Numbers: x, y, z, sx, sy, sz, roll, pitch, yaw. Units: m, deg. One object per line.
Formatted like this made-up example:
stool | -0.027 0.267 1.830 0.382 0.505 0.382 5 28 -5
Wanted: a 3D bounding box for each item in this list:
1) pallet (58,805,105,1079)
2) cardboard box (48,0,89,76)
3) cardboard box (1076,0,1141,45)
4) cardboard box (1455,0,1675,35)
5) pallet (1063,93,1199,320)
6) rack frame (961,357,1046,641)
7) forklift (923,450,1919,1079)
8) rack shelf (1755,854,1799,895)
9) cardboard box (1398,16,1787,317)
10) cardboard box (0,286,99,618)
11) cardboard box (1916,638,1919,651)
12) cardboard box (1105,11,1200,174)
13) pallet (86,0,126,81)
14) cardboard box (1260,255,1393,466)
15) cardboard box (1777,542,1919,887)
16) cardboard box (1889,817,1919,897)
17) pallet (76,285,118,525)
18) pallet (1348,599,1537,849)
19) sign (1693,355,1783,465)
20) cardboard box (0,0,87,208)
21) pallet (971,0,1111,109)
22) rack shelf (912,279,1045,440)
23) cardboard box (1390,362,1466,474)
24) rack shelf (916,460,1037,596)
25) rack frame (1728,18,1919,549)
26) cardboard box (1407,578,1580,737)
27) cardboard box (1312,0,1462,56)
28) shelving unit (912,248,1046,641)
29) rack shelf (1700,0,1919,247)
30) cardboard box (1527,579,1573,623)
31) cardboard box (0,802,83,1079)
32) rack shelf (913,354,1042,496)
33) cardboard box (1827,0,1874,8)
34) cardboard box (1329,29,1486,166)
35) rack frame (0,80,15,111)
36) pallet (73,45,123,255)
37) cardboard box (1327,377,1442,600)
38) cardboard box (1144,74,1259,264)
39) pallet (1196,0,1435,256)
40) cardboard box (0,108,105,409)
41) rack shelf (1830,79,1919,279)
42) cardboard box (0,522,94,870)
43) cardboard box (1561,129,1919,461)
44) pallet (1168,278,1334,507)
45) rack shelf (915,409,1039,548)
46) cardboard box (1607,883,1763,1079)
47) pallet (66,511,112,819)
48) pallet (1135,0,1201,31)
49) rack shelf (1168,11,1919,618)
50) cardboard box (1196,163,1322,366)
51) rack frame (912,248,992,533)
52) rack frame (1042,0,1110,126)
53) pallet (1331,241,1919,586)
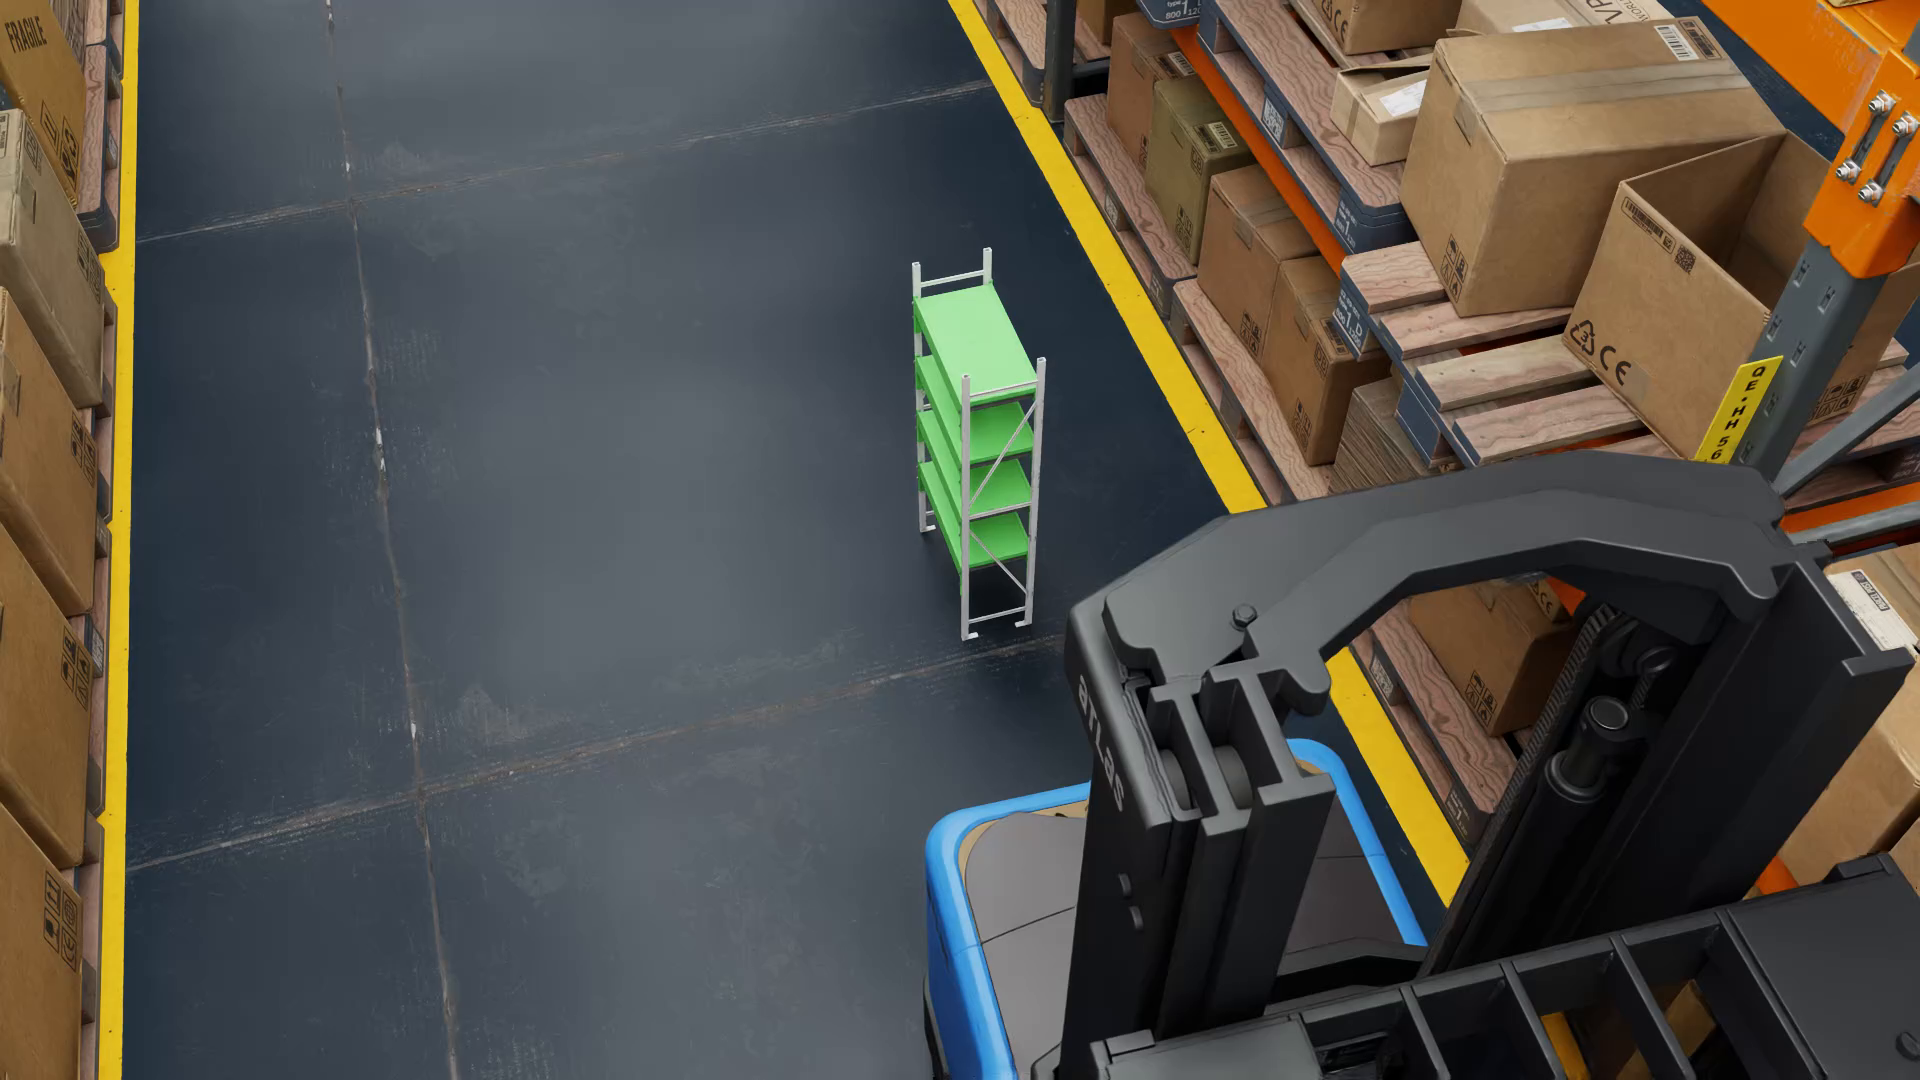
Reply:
pallet | -2.888 1.336 4.485 1.003 0.211 1.213 -13 51 -11
cardboard box | -4.299 -2.474 6.989 0.875 0.875 0.875 -13 51 -11
cardboard box | 0.778 -2.570 7.315 0.500 0.500 0.500 -15 51 -12
cardboard box | 1.765 -1.380 4.775 0.500 0.250 0.500 -15 51 -12
pallet | 1.090 -1.472 6.853 1.003 0.211 1.213 -13 51 -11
rack frame | 0.121 -0.088 5.039 0.240 1.200 0.015 -13 51 -11
forklift | 0.753 1.392 2.660 1.130 2.935 3.031 -11 51 -9
rack shelf | 2.632 1.675 2.846 1.077 0.370 4.000 -13 51 -11
cardboard box | 1.582 -0.955 4.253 0.700 0.500 0.500 -7 50 -6
cardboard box | -3.359 -0.163 5.122 1.050 0.750 0.750 -13 51 -11
cardboard box | 2.242 0.165 2.928 0.797 0.503 0.637 -12 51 -10
cardboard box | 1.019 -1.822 6.671 0.700 0.500 0.500 -17 52 -14
pallet | -4.425 -2.458 7.684 1.003 0.211 1.213 -13 51 -11
cardboard box | 1.473 -0.653 5.686 0.700 0.500 0.500 -9 51 -8
cardboard box | 1.925 0.367 3.413 0.500 0.500 0.500 -12 51 -10
cardboard box | 2.079 0.743 3.096 0.500 0.500 0.500 -15 51 -12
pallet | -3.610 -0.446 5.988 1.003 0.211 1.213 -13 51 -11
pallet | 1.811 0.310 5.350 1.003 0.211 1.213 -13 51 -11
sign | 1.525 -0.235 3.281 0.100 0.325 0.005 -13 51 -11
cardboard box | -4.029 -1.817 6.435 0.875 0.875 0.875 -13 51 -10
pallet | 0.626 -2.522 7.738 1.003 0.211 1.213 -13 51 -11
rack shelf | 0.049 -0.534 4.871 0.258 0.148 0.480 -13 51 -11
cardboard box | 1.647 -0.463 5.035 0.500 0.250 0.500 -8 50 -7
rack shelf | 0.049 -0.070 5.422 0.258 0.148 0.480 -13 51 -11
rack frame | 2.041 -0.017 3.803 1.000 3.000 0.127 -13 51 -11
cardboard box | 1.824 0.162 4.999 0.700 0.500 0.500 -16 52 -13
cardboard box | 1.459 -1.862 5.016 0.797 0.503 0.637 -9 50 -7
shelving unit | 0.049 -0.266 5.189 0.258 1.200 0.503 -13 51 -11
rack shelf | 1.449 -2.213 4.162 1.077 0.370 4.000 -13 51 -11
cardboard box | 1.814 -0.078 4.710 0.500 0.250 0.500 -11 51 -9
cardboard box | -2.821 1.155 4.011 1.050 0.750 0.750 -14 51 -11
rack shelf | 0.049 -0.379 5.055 0.258 0.148 0.480 -13 51 -11
cardboard box | 1.666 -1.228 2.959 0.500 0.250 0.500 -13 51 -11
cardboard box | 1.290 -1.266 4.669 0.396 0.266 0.258 -15 51 -12
rack frame | -3.910 -1.891 5.382 1.000 3.000 0.127 -13 51 -11
pallet | -4.060 -1.565 6.932 1.003 0.211 1.213 -13 51 -11
cardboard box | 1.647 -0.240 5.338 0.700 0.500 0.500 -17 52 -14
cardboard box | 1.142 -1.469 6.374 0.700 0.500 0.500 -14 51 -11
pallet | 1.416 -1.392 5.087 1.003 0.211 1.213 -13 51 -11
cardboard box | -3.641 -0.868 5.717 1.050 0.750 0.750 -14 51 -11
rack shelf | 2.632 0.709 1.699 1.077 0.370 4.000 -13 51 -11
cardboard box | -3.083 0.517 4.549 1.050 0.750 0.750 -13 51 -10
cardboard box | 1.843 -0.570 3.929 0.500 0.500 0.500 -19 52 -15
pallet | 1.454 -0.579 6.100 1.003 0.211 1.213 -13 51 -11
rack shelf | 0.049 -0.225 5.238 0.258 0.148 0.480 -13 51 -11
cardboard box | 2.225 1.041 4.026 1.225 0.875 0.875 -15 52 -13
pallet | -3.245 0.447 5.235 1.003 0.211 1.213 -13 51 -11
pallet | 0.945 -2.286 5.841 1.003 0.211 1.213 -13 51 -11
rack shelf | 1.449 -1.246 5.309 1.077 0.370 4.000 -13 51 -11
cardboard box | 1.308 -1.060 6.029 0.700 0.500 0.500 -17 52 -14
rack frame | -0.023 -0.444 5.340 0.240 1.200 0.015 -13 51 -11
rack frame | 0.858 -2.939 6.266 1.000 3.000 0.127 -13 51 -11
pallet | 1.728 -0.452 4.294 1.213 0.211 1.003 -13 51 -11
